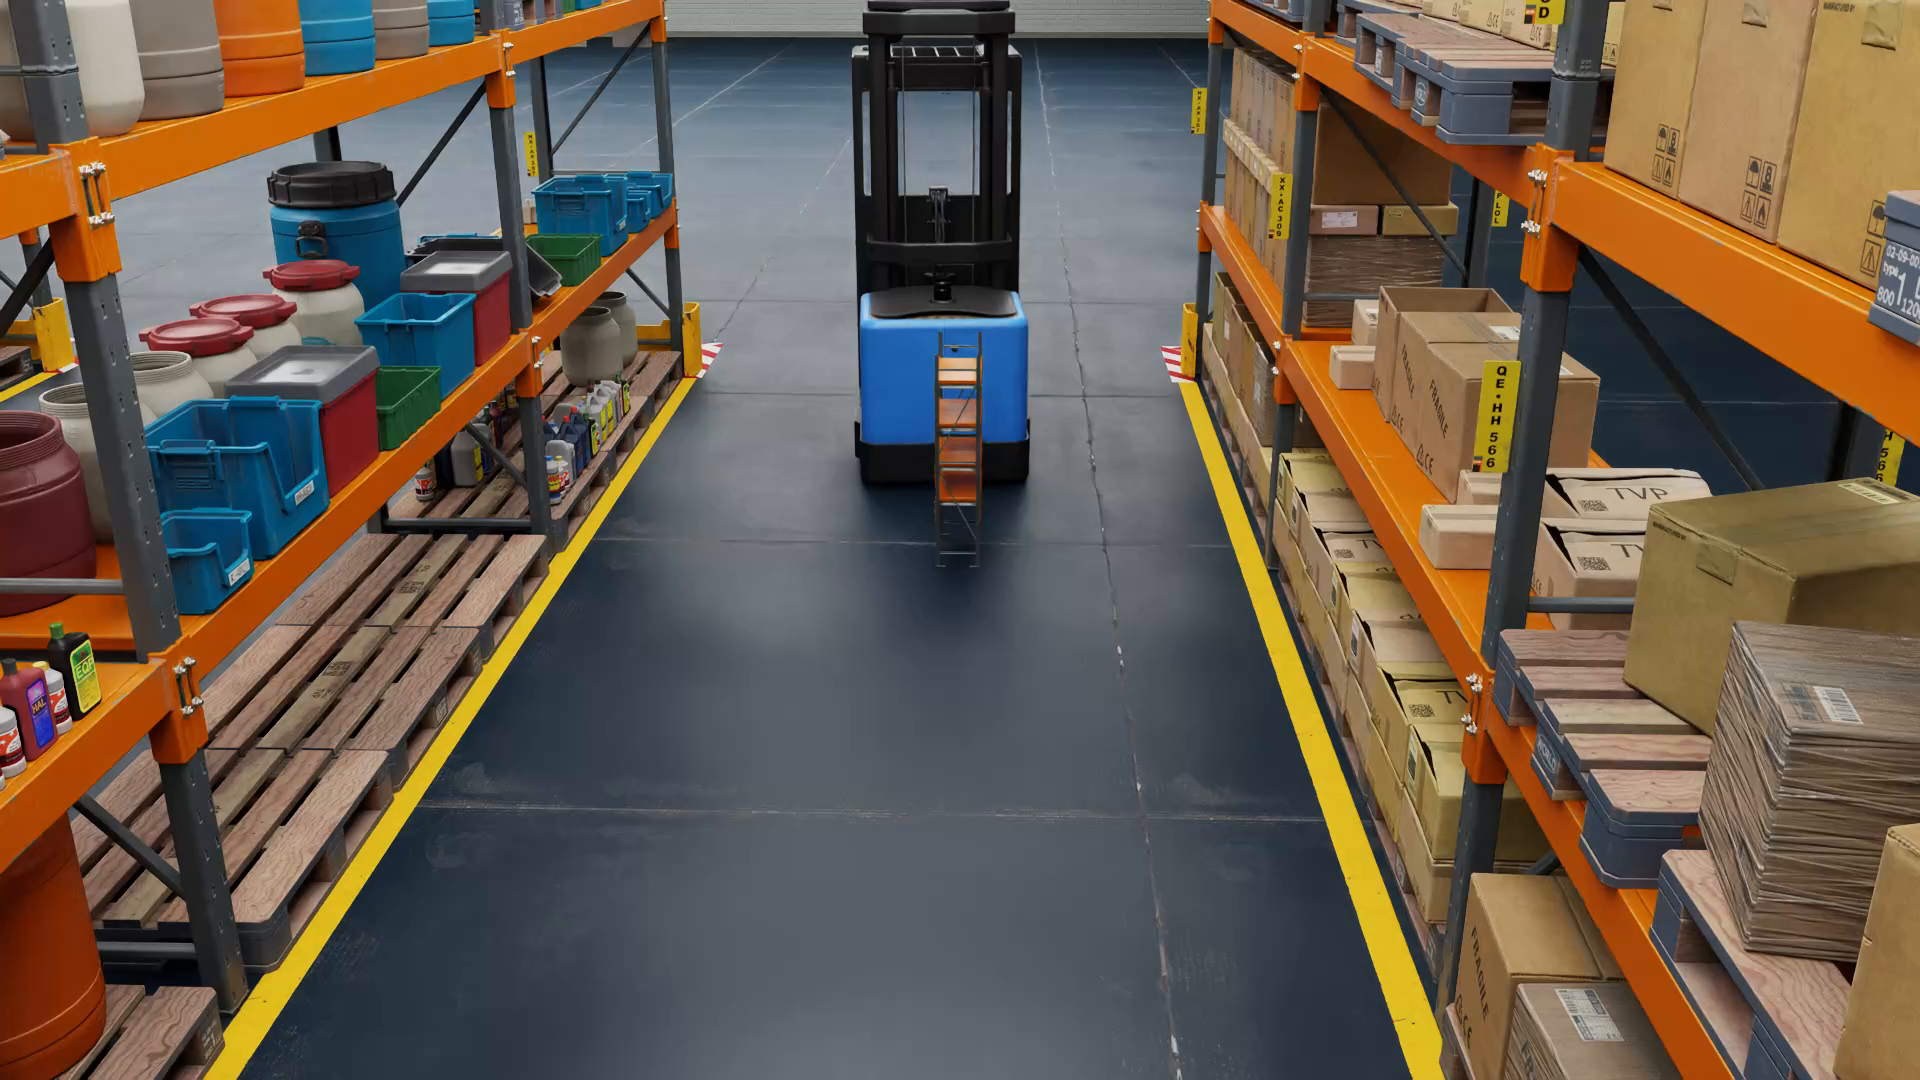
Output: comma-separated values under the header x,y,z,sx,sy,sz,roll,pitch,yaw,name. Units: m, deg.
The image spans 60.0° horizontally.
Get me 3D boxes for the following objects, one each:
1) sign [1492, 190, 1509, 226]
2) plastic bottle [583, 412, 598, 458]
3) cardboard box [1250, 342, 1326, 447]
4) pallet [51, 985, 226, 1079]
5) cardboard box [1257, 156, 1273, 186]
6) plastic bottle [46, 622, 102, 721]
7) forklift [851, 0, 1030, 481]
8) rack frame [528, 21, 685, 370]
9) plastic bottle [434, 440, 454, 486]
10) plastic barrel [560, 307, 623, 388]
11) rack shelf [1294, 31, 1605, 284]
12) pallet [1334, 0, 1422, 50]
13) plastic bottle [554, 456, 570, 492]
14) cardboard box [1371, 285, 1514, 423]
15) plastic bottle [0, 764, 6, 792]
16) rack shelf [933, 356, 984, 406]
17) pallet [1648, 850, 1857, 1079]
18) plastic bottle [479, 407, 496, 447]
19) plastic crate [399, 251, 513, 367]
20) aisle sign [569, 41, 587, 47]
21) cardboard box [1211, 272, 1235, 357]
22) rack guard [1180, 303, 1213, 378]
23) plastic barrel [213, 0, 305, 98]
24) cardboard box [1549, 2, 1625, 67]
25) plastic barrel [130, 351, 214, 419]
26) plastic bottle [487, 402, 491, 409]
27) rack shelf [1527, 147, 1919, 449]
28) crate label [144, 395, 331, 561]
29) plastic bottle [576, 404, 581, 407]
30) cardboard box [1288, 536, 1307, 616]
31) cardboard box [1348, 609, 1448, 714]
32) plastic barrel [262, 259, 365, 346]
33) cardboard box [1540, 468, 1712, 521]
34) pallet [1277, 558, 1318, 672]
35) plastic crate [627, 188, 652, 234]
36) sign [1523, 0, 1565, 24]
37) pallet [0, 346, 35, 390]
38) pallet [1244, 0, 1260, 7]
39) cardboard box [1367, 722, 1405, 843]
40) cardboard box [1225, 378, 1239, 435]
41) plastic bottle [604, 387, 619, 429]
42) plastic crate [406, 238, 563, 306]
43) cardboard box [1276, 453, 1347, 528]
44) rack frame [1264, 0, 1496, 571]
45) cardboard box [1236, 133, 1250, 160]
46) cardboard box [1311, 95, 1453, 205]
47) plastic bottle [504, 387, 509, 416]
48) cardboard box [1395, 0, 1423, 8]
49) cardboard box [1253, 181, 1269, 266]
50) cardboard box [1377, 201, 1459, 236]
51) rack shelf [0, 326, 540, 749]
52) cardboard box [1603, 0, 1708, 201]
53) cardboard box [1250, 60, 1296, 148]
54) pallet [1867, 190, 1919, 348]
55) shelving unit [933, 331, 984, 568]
x,y,z,sx,sy,sz,roll,pitch,yaw,name
2.724,-1.746,8.390,0.100,0.325,0.005,1,21,2,sign
-2.278,-0.655,10.217,0.061,0.283,0.133,2,21,4,plastic bottle
2.004,-0.860,9.782,0.500,0.500,0.500,1,21,2,cardboard box
-2.873,1.731,4.777,1.003,0.211,1.213,1,21,2,pallet
2.021,-2.250,10.147,0.380,0.149,0.250,1,21,3,cardboard box
-2.477,0.350,4.641,0.061,0.283,0.133,1,21,2,plastic bottle
-0.161,-2.216,11.188,1.130,2.935,3.031,-1,21,-3,forklift
-2.648,-2.748,12.463,1.000,3.000,0.127,1,21,2,rack frame
-3.038,-0.507,9.744,0.144,0.351,0.185,0,21,0,plastic bottle
-2.607,-1.363,11.755,0.421,0.512,0.421,0,21,0,plastic barrel
2.121,-1.585,6.316,1.077,0.370,4.000,1,21,2,rack shelf
2.168,-2.236,7.262,0.805,0.209,1.217,0,21,-1,pallet
-2.315,-0.386,9.637,0.097,0.201,0.097,0,21,0,plastic bottle
2.126,-0.824,7.368,0.500,0.500,0.500,2,21,6,cardboard box
-2.509,0.549,4.243,0.097,0.201,0.097,0,21,0,plastic bottle
-0.005,-0.866,9.015,0.258,0.148,0.480,1,21,2,rack shelf
2.005,0.994,3.087,1.003,0.211,1.213,1,21,2,pallet
-2.919,-0.670,10.257,0.061,0.283,0.133,1,21,2,plastic bottle
-2.478,-1.153,8.264,0.402,0.464,0.583,1,21,2,plastic crate
-2.938,-3.989,12.068,0.394,0.787,0.004,1,21,2,aisle sign
2.051,-1.583,11.646,0.500,0.500,0.500,1,21,2,cardboard box
2.304,-1.535,12.794,1.175,0.500,0.348,1,21,2,rack guard
-2.629,-1.985,5.757,0.600,0.830,0.708,1,21,2,plastic barrel
2.017,-1.488,4.698,0.500,0.250,0.500,-1,21,-2,cardboard box
-3.060,-0.434,6.345,0.421,0.512,0.421,0,21,0,plastic barrel
-3.034,-0.795,10.595,0.097,0.271,0.097,0,21,0,plastic bottle
1.999,-0.139,2.588,1.077,0.370,4.000,1,21,2,rack shelf
-2.591,-0.228,5.920,0.502,0.435,0.616,1,21,2,crate label
-2.428,-0.764,10.611,0.097,0.201,0.097,0,21,0,plastic bottle
1.905,0.169,8.168,0.500,0.250,0.500,1,21,3,cardboard box
1.857,0.463,6.634,0.500,0.311,0.500,0,21,1,cardboard box
-3.018,-1.021,7.826,0.433,0.535,0.433,0,21,0,plastic barrel
2.281,-0.079,5.709,0.500,0.311,0.500,0,21,1,cardboard box
2.198,0.321,8.409,1.003,0.211,1.213,1,21,2,pallet
-2.389,-2.259,11.410,0.499,0.251,0.408,1,21,2,plastic crate
1.505,-1.485,4.237,0.100,0.325,0.005,1,21,2,sign
-7.661,-1.181,12.281,1.003,0.211,1.213,1,21,2,pallet
2.221,-3.351,9.995,1.003,0.211,1.213,1,21,2,pallet
1.844,0.908,6.264,0.500,0.250,0.500,0,21,1,cardboard box
2.017,-0.872,10.850,0.500,0.250,0.500,1,21,2,cardboard box
-2.305,-0.873,10.789,0.152,0.276,0.135,0,21,0,plastic bottle
-2.626,-1.460,9.231,0.767,0.338,0.504,1,21,2,plastic crate
1.920,-0.274,8.534,0.500,0.311,0.500,1,21,2,cardboard box
2.182,-1.245,8.592,1.000,3.000,0.127,1,21,2,rack frame
2.052,-2.624,11.111,0.380,0.149,0.250,0,21,1,cardboard box
2.189,-2.057,8.753,0.700,0.500,0.500,1,21,2,cardboard box
-3.040,-0.952,10.984,0.061,0.283,0.133,1,21,3,plastic bottle
2.139,-2.348,6.915,0.500,0.250,0.500,-1,21,-4,cardboard box
2.232,-2.010,10.424,0.700,0.500,0.500,1,21,3,cardboard box
2.383,-1.689,8.701,0.380,0.149,0.250,1,21,2,cardboard box
-2.830,-0.243,7.002,1.077,0.370,4.000,1,21,2,rack shelf
2.080,-1.086,3.896,0.910,0.500,0.500,1,21,2,cardboard box
2.250,-2.783,10.623,0.700,0.500,0.500,1,21,2,cardboard box
2.057,-0.274,2.201,1.213,0.211,1.003,1,21,2,pallet
-0.005,-0.500,9.158,0.258,1.200,0.503,1,21,2,shelving unit
